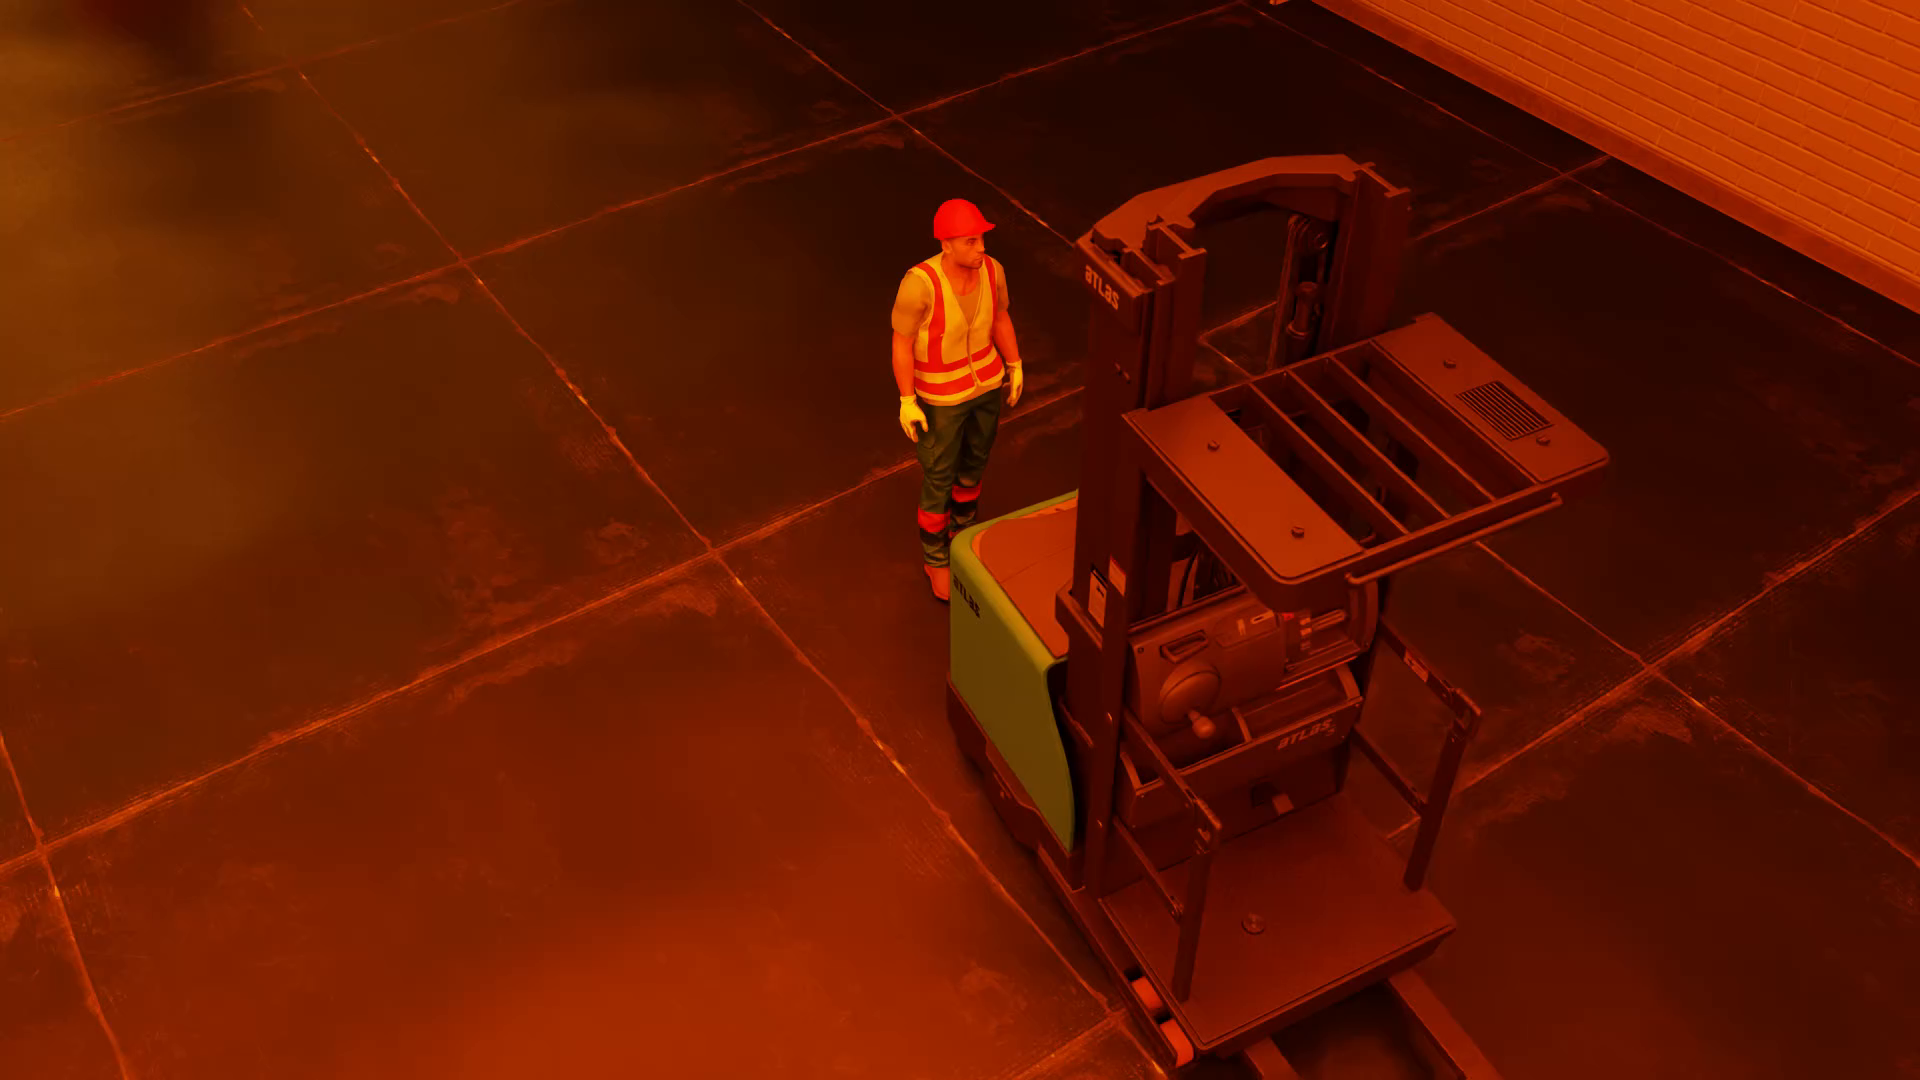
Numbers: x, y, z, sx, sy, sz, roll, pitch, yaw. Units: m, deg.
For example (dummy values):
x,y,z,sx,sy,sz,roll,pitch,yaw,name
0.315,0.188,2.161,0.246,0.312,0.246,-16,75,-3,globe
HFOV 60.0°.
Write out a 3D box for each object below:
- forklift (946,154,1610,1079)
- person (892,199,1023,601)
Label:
x,y,z,sx,sy,sz,roll,pitch,yaw,name
1.065,0.426,5.253,1.130,2.935,3.031,-19,46,-20,forklift
0.036,-0.614,7.213,0.637,1.790,0.562,-25,48,-25,person
